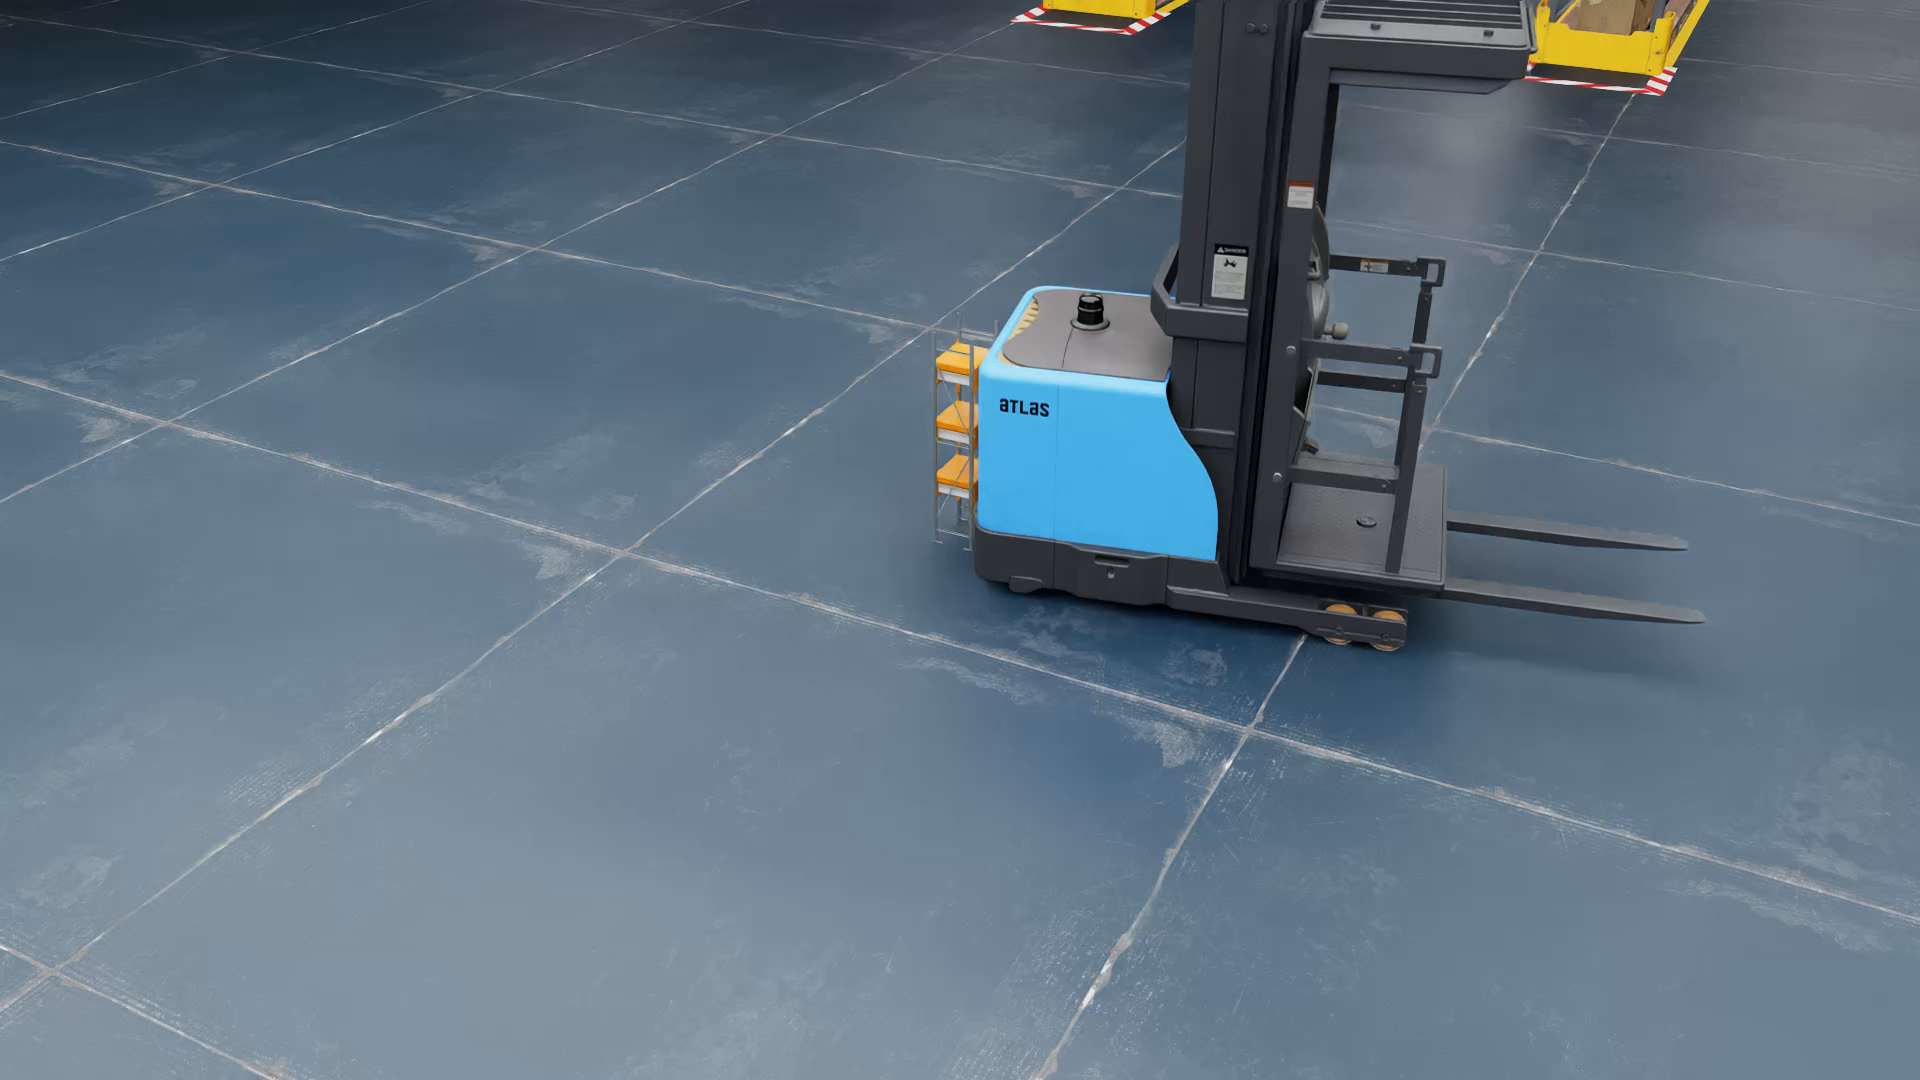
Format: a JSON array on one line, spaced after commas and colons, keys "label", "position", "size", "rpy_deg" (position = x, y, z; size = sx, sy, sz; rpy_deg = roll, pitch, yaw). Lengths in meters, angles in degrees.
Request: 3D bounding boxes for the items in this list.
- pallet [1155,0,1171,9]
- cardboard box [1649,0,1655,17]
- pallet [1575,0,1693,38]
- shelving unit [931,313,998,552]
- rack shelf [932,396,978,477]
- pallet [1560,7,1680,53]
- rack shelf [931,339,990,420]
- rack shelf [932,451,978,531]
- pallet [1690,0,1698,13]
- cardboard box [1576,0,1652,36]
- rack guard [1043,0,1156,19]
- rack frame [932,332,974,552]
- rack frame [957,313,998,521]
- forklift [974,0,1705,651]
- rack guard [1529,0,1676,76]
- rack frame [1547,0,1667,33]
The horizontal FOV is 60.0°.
[{"label": "pallet", "position": [1.824, -5.996, 17.980], "size": [1.003, 0.211, 1.213], "rpy_deg": [14, 33, 23]}, {"label": "cardboard box", "position": [6.407, -5.322, 16.095], "size": [0.500, 0.500, 0.500], "rpy_deg": [24, 38, 36]}, {"label": "pallet", "position": [6.859, -5.394, 16.931], "size": [1.003, 0.211, 1.213], "rpy_deg": [14, 33, 23]}, {"label": "shelving unit", "position": [0.023, -0.479, 7.530], "size": [0.215, 1.050, 0.252], "rpy_deg": [14, 33, 23]}, {"label": "rack shelf", "position": [0.023, -0.470, 7.535], "size": [0.215, 0.259, 0.240], "rpy_deg": [14, 33, 23]}, {"label": "pallet", "position": [6.302, -4.855, 15.993], "size": [1.003, 0.211, 1.213], "rpy_deg": [14, 33, 23]}, {"label": "rack shelf", "position": [0.024, -0.716, 7.394], "size": [0.215, 0.259, 0.240], "rpy_deg": [14, 33, 23]}, {"label": "rack shelf", "position": [0.023, -0.229, 7.674], "size": [0.215, 0.259, 0.240], "rpy_deg": [14, 33, 23]}, {"label": "pallet", "position": [7.413, -5.937, 17.876], "size": [1.003, 0.211, 1.213], "rpy_deg": [14, 33, 23]}, {"label": "cardboard box", "position": [6.165, -5.050, 15.620], "size": [0.500, 0.500, 0.500], "rpy_deg": [21, 36, 32]}, {"label": "rack guard", "position": [1.449, -5.762, 17.283], "size": [1.175, 0.500, 0.348], "rpy_deg": [14, 33, 23]}, {"label": "rack frame", "position": [-0.031, -0.425, 7.435], "size": [0.200, 1.050, 0.008], "rpy_deg": [14, 33, 23]}, {"label": "rack frame", "position": [0.078, -0.533, 7.625], "size": [0.200, 1.050, 0.008], "rpy_deg": [14, 33, 23]}, {"label": "forklift", "position": [1.638, -1.102, 6.725], "size": [3.031, 2.935, 1.130], "rpy_deg": [8, 31, 13]}, {"label": "rack guard", "position": [5.900, -4.628, 15.307], "size": [1.175, 0.500, 0.348], "rpy_deg": [14, 33, 23]}, {"label": "rack frame", "position": [5.866, -5.678, 14.626], "size": [1.000, 3.000, 0.127], "rpy_deg": [14, 33, 23]}]
